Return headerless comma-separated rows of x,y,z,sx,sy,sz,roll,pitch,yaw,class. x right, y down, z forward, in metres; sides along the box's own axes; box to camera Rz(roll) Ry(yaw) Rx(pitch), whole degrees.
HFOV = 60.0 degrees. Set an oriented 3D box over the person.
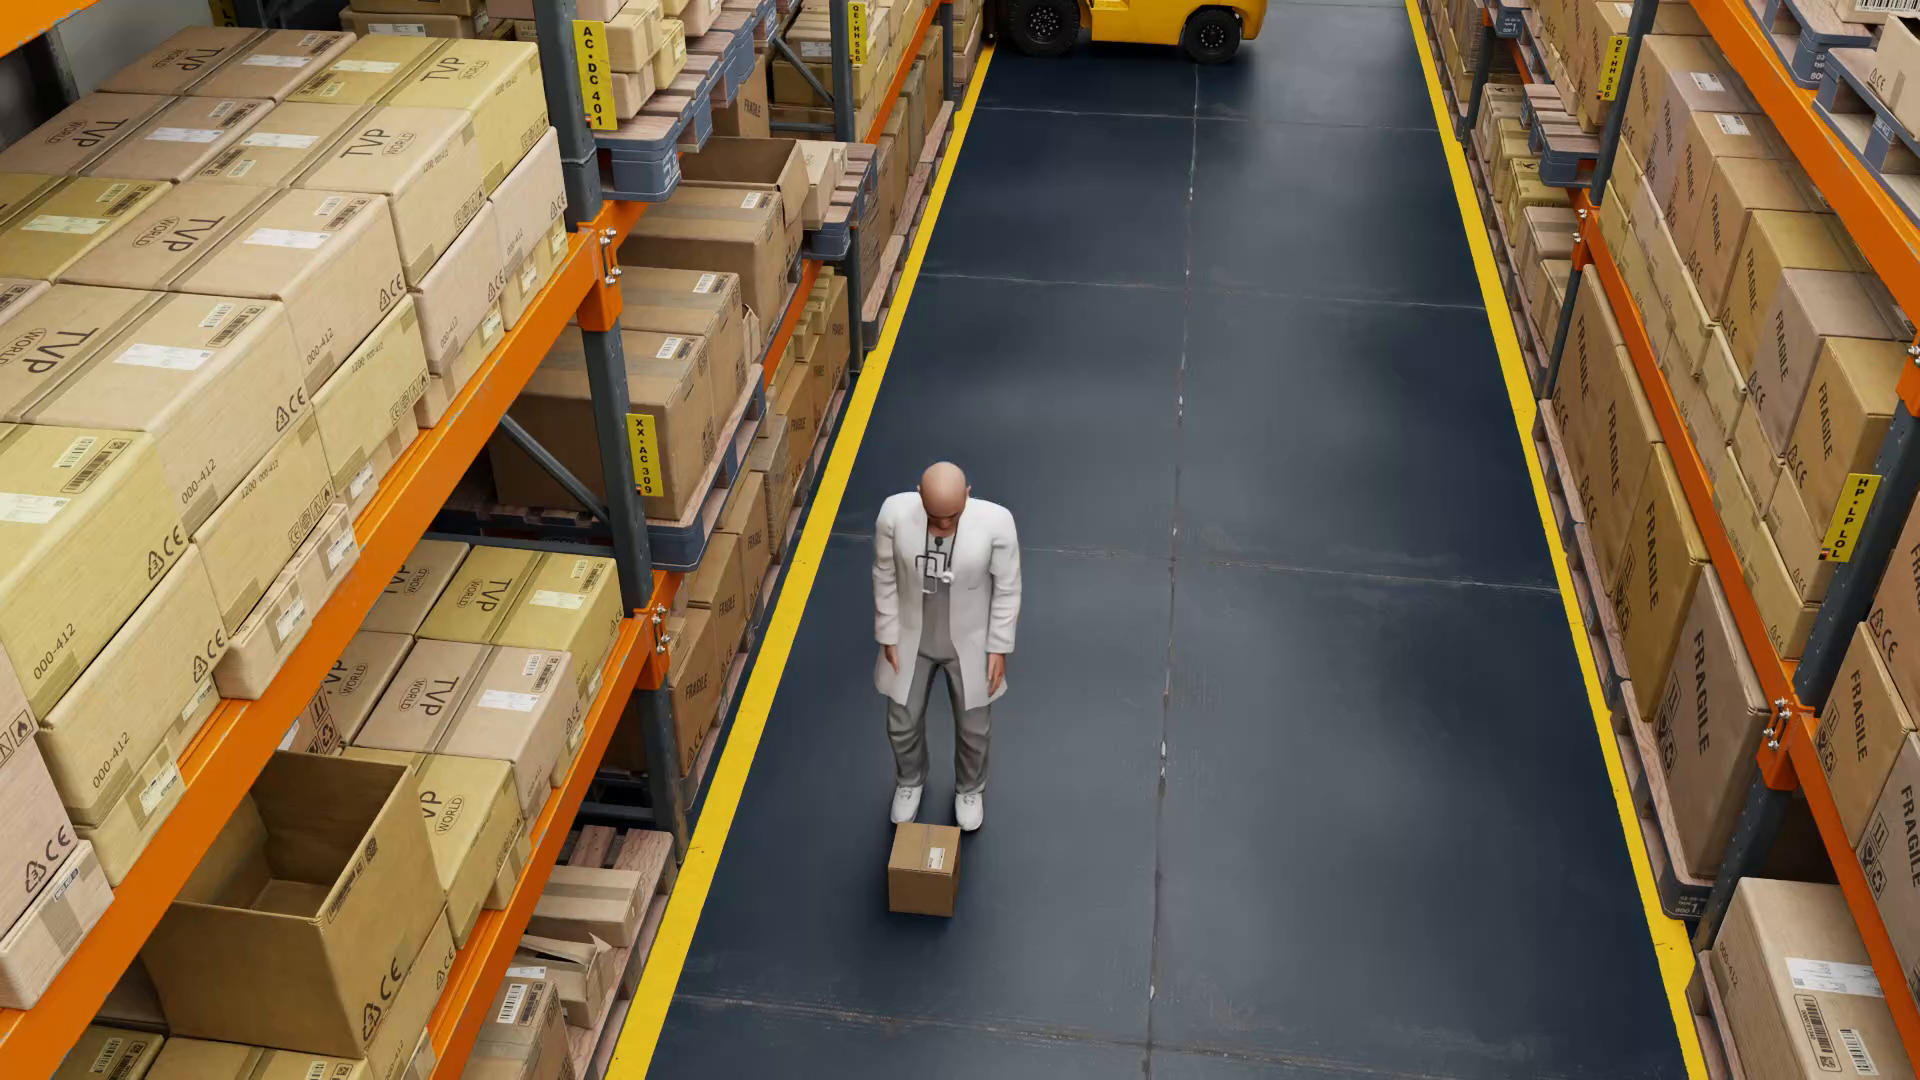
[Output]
-0.057,0.407,6.531,0.580,1.738,0.403,5,36,7,person
